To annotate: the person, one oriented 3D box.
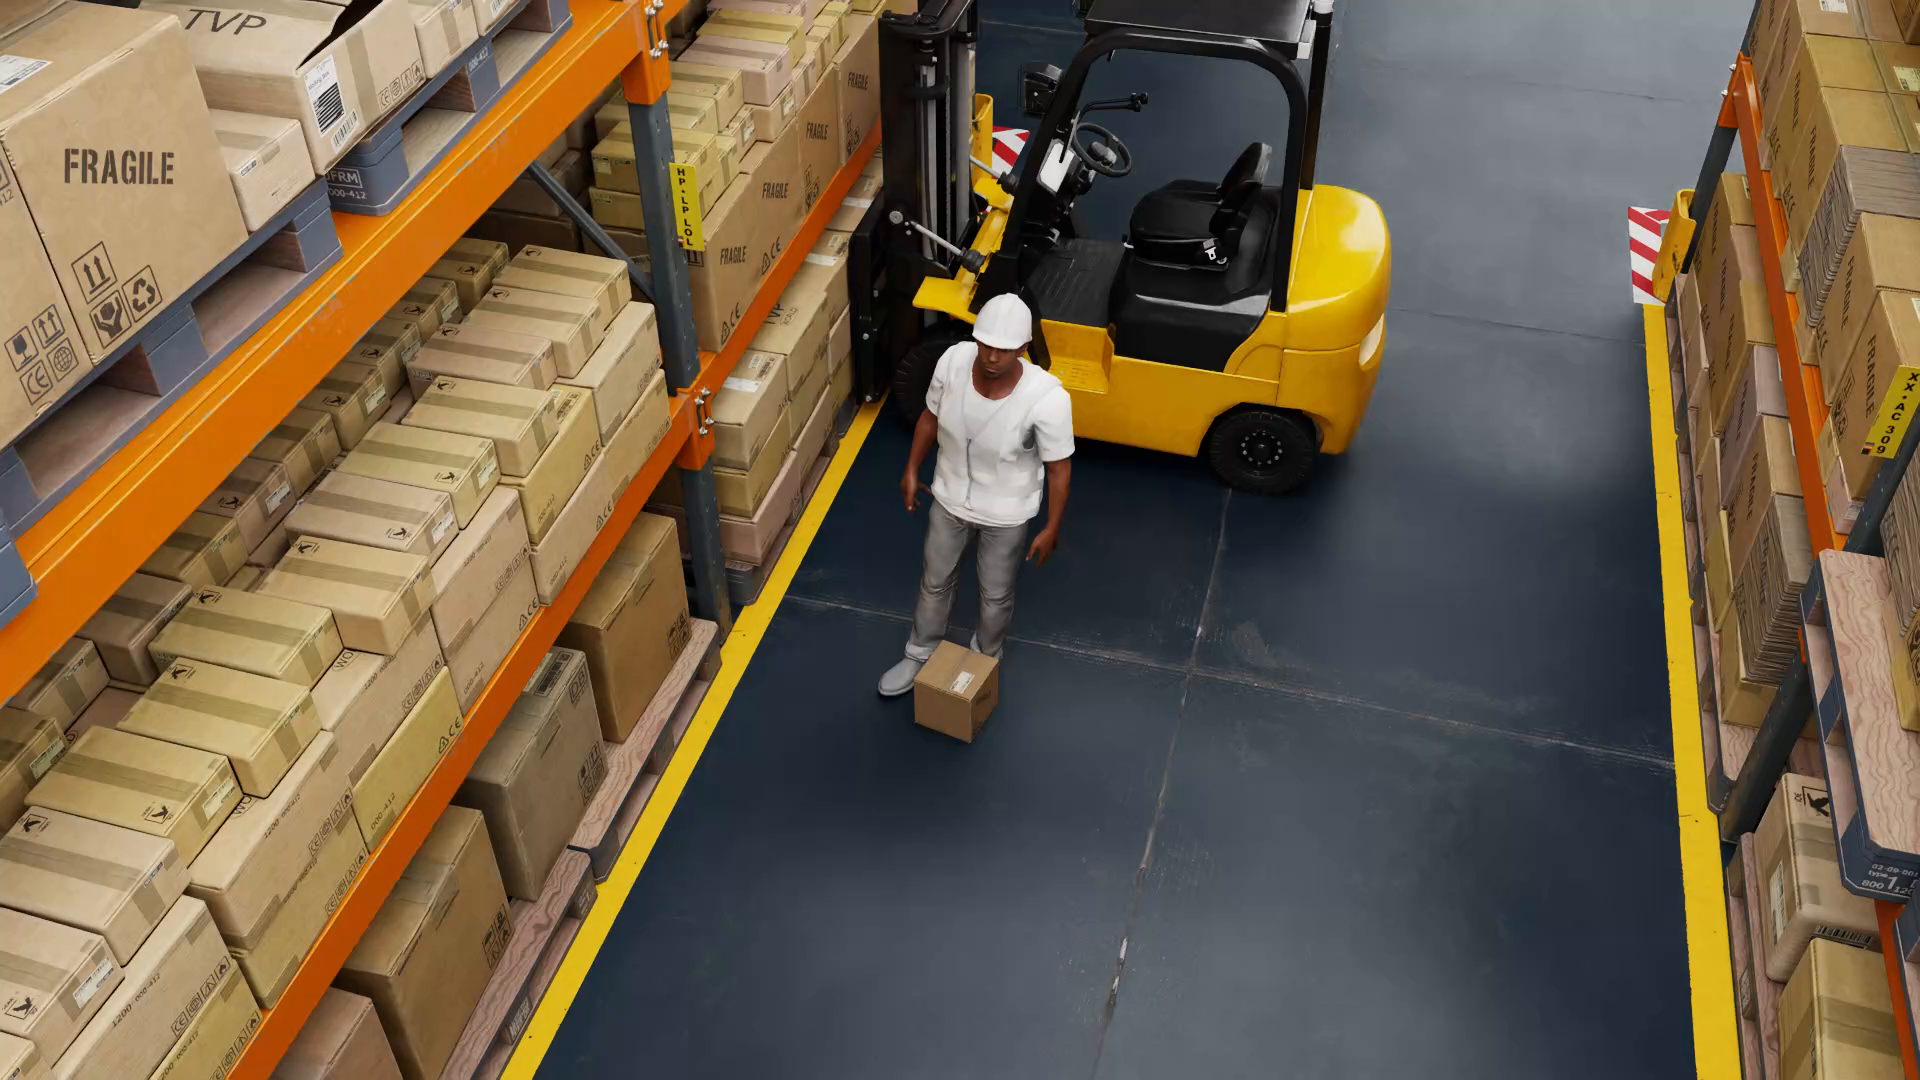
[{"bbox_3d":[0.056,-0.103,6.245,0.665,1.769,0.574,20,45,21],"label":"person"}]
